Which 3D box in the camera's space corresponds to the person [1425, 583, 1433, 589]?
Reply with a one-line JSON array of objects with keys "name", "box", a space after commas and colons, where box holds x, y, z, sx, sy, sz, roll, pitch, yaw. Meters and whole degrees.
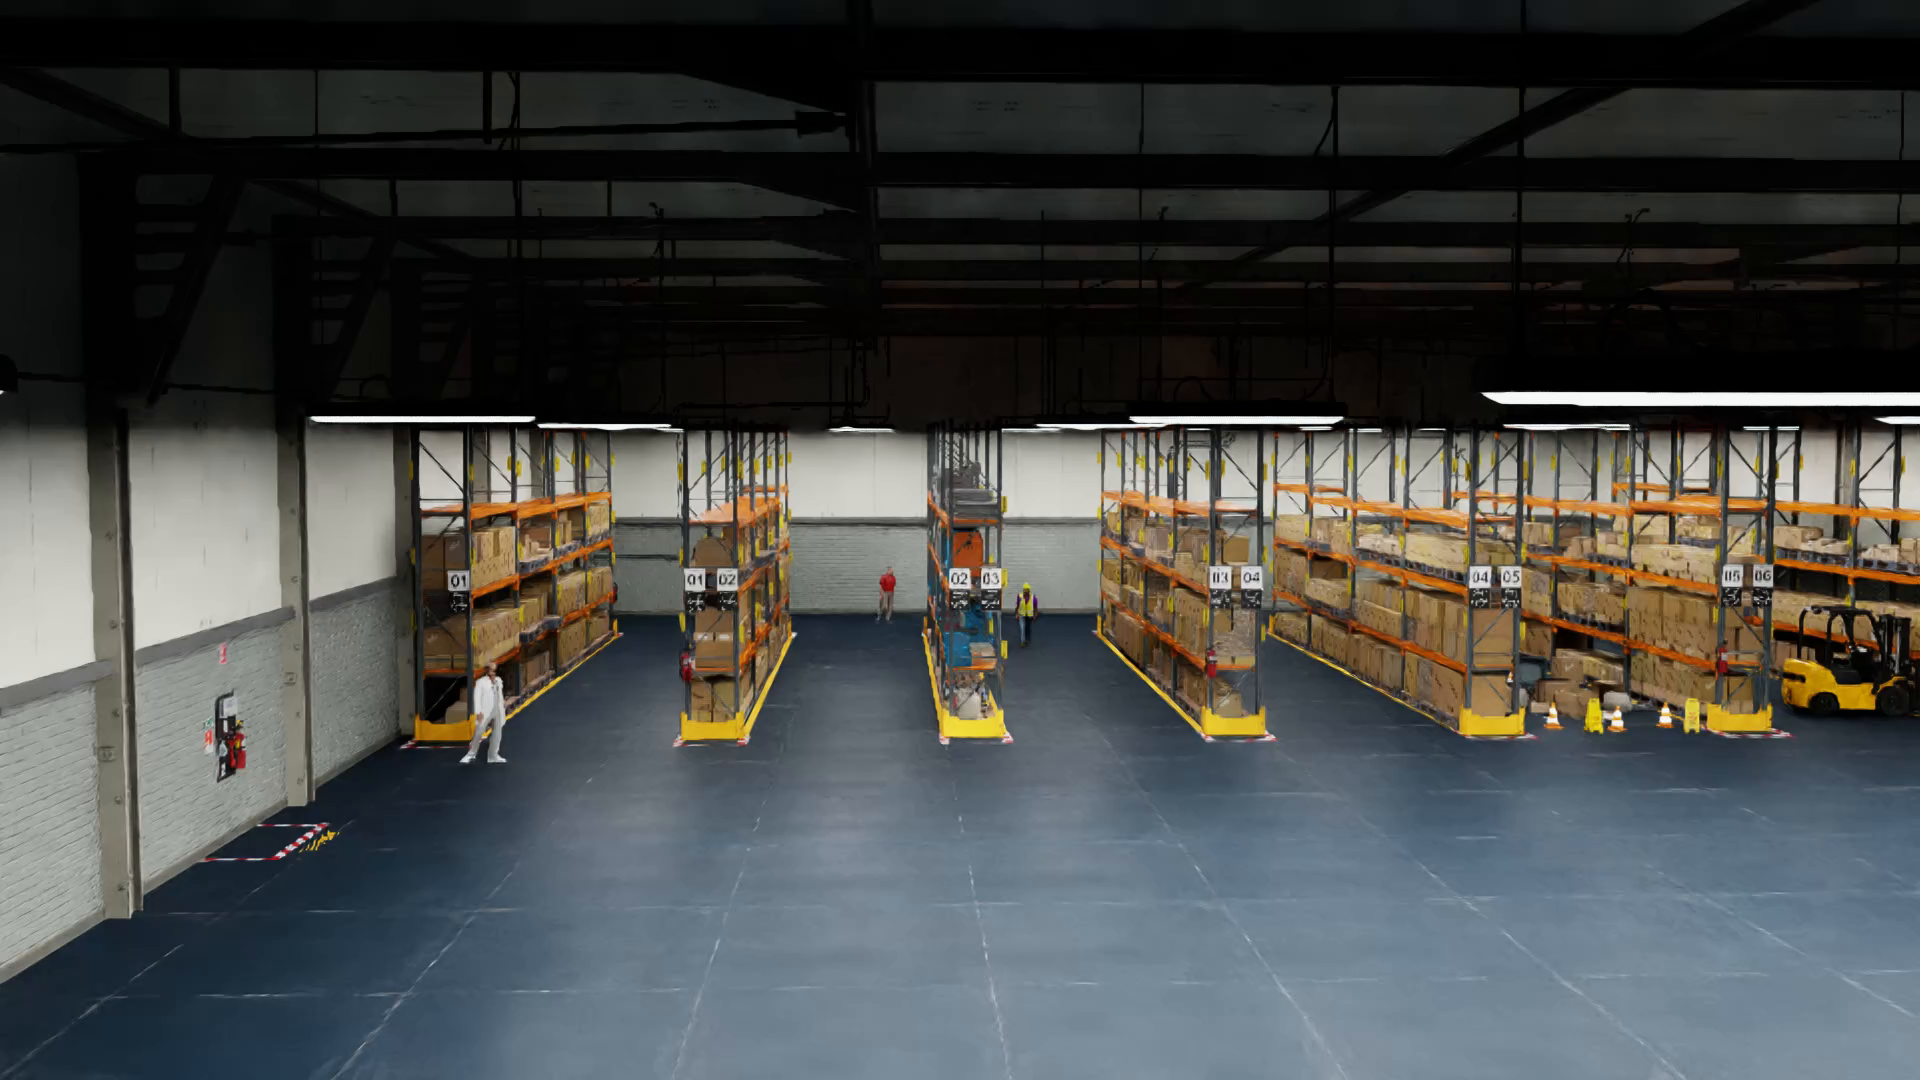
[{"name": "person", "box": [13.058, 1.902, 46.463, 0.543, 1.667, 0.571, 2, 4, 25]}]

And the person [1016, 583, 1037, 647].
[{"name": "person", "box": [1.801, 2.003, 44.686, 0.577, 1.687, 1.115, 0, 4, -4]}]

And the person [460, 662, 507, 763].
[{"name": "person", "box": [-8.256, 2.995, 28.811, 0.783, 1.770, 0.527, -4, 5, -45]}]

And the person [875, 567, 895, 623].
[{"name": "person", "box": [-2.255, 1.651, 50.306, 0.602, 1.713, 0.567, -3, 5, -38]}]
